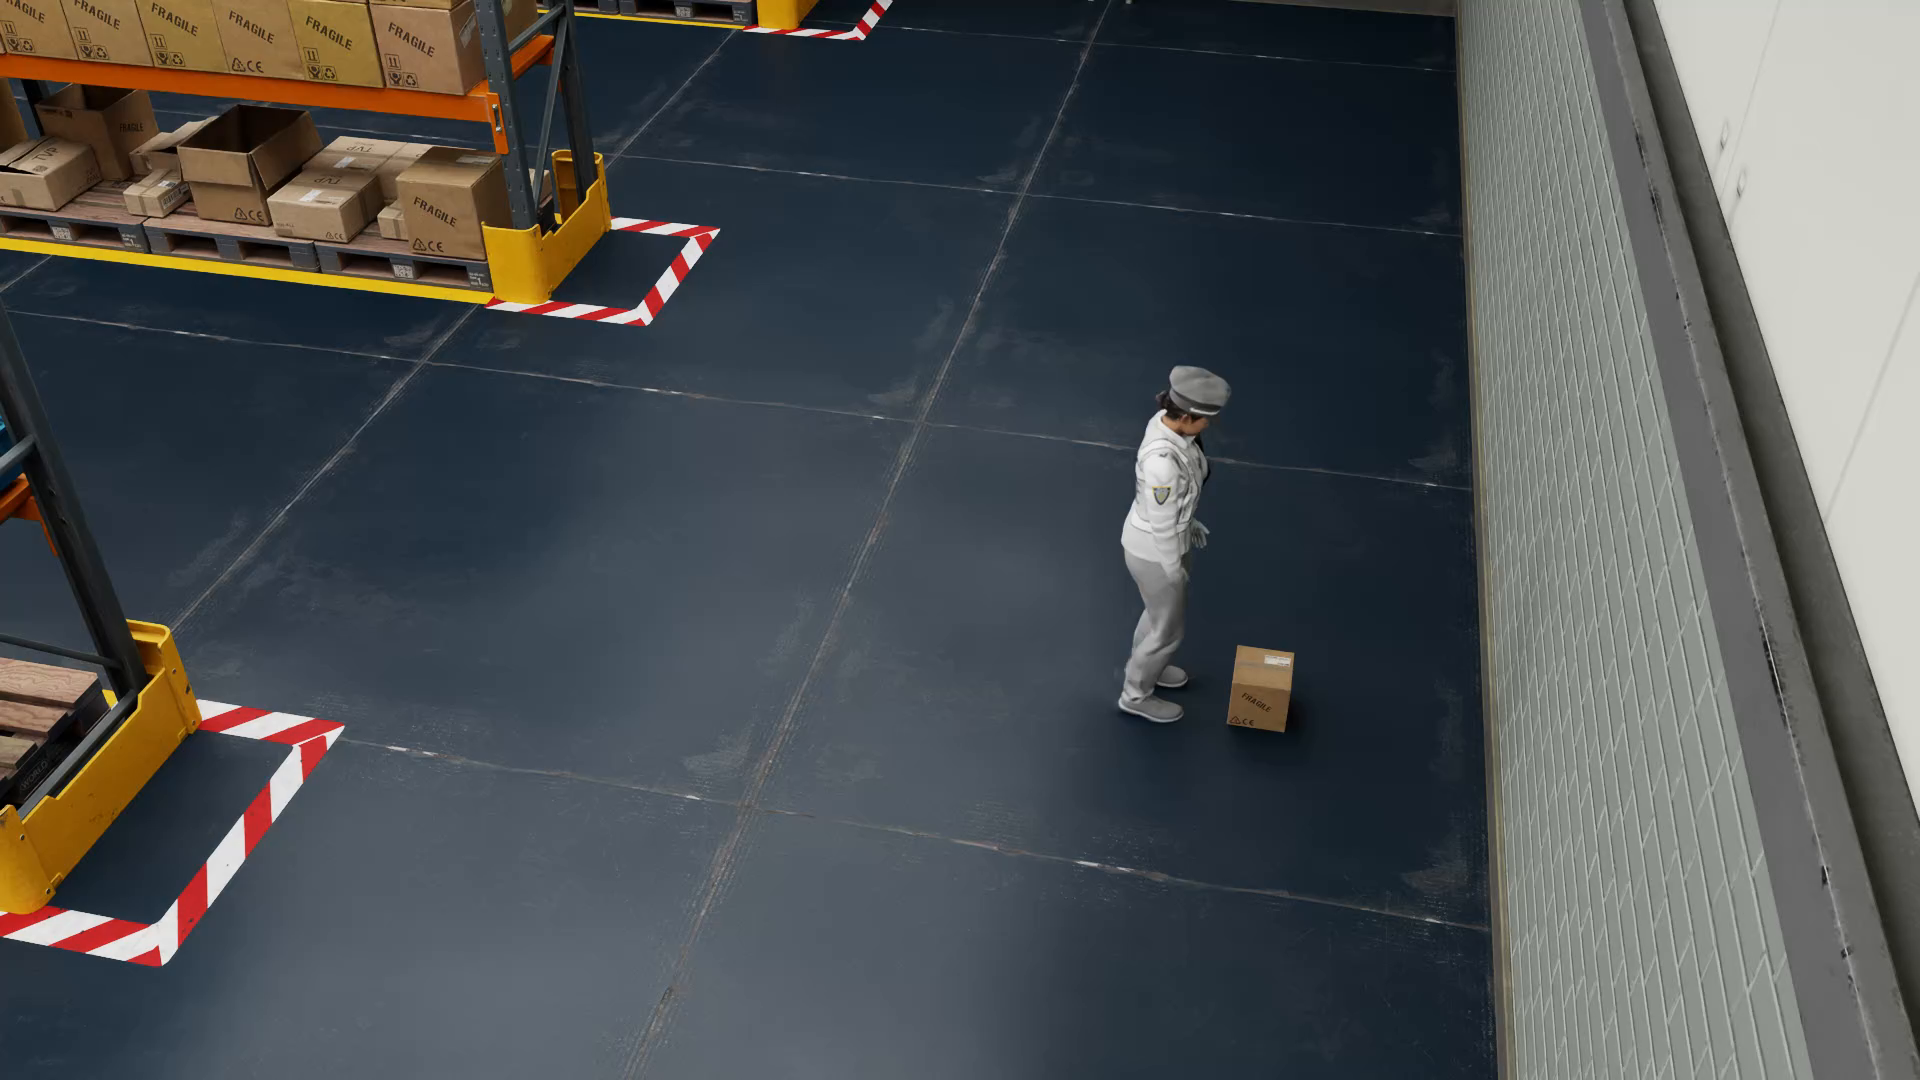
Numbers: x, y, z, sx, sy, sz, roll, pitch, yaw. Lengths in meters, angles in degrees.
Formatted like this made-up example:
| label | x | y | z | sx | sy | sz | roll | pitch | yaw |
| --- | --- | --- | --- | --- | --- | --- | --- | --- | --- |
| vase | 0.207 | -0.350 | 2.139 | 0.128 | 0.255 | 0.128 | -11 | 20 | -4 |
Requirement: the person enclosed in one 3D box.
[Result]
| label | x | y | z | sx | sy | sz | roll | pitch | yaw |
| --- | --- | --- | --- | --- | --- | --- | --- | --- | --- |
| person | 0.869 | 0.018 | 6.960 | 0.381 | 1.653 | 0.485 | 8 | 38 | 11 |
